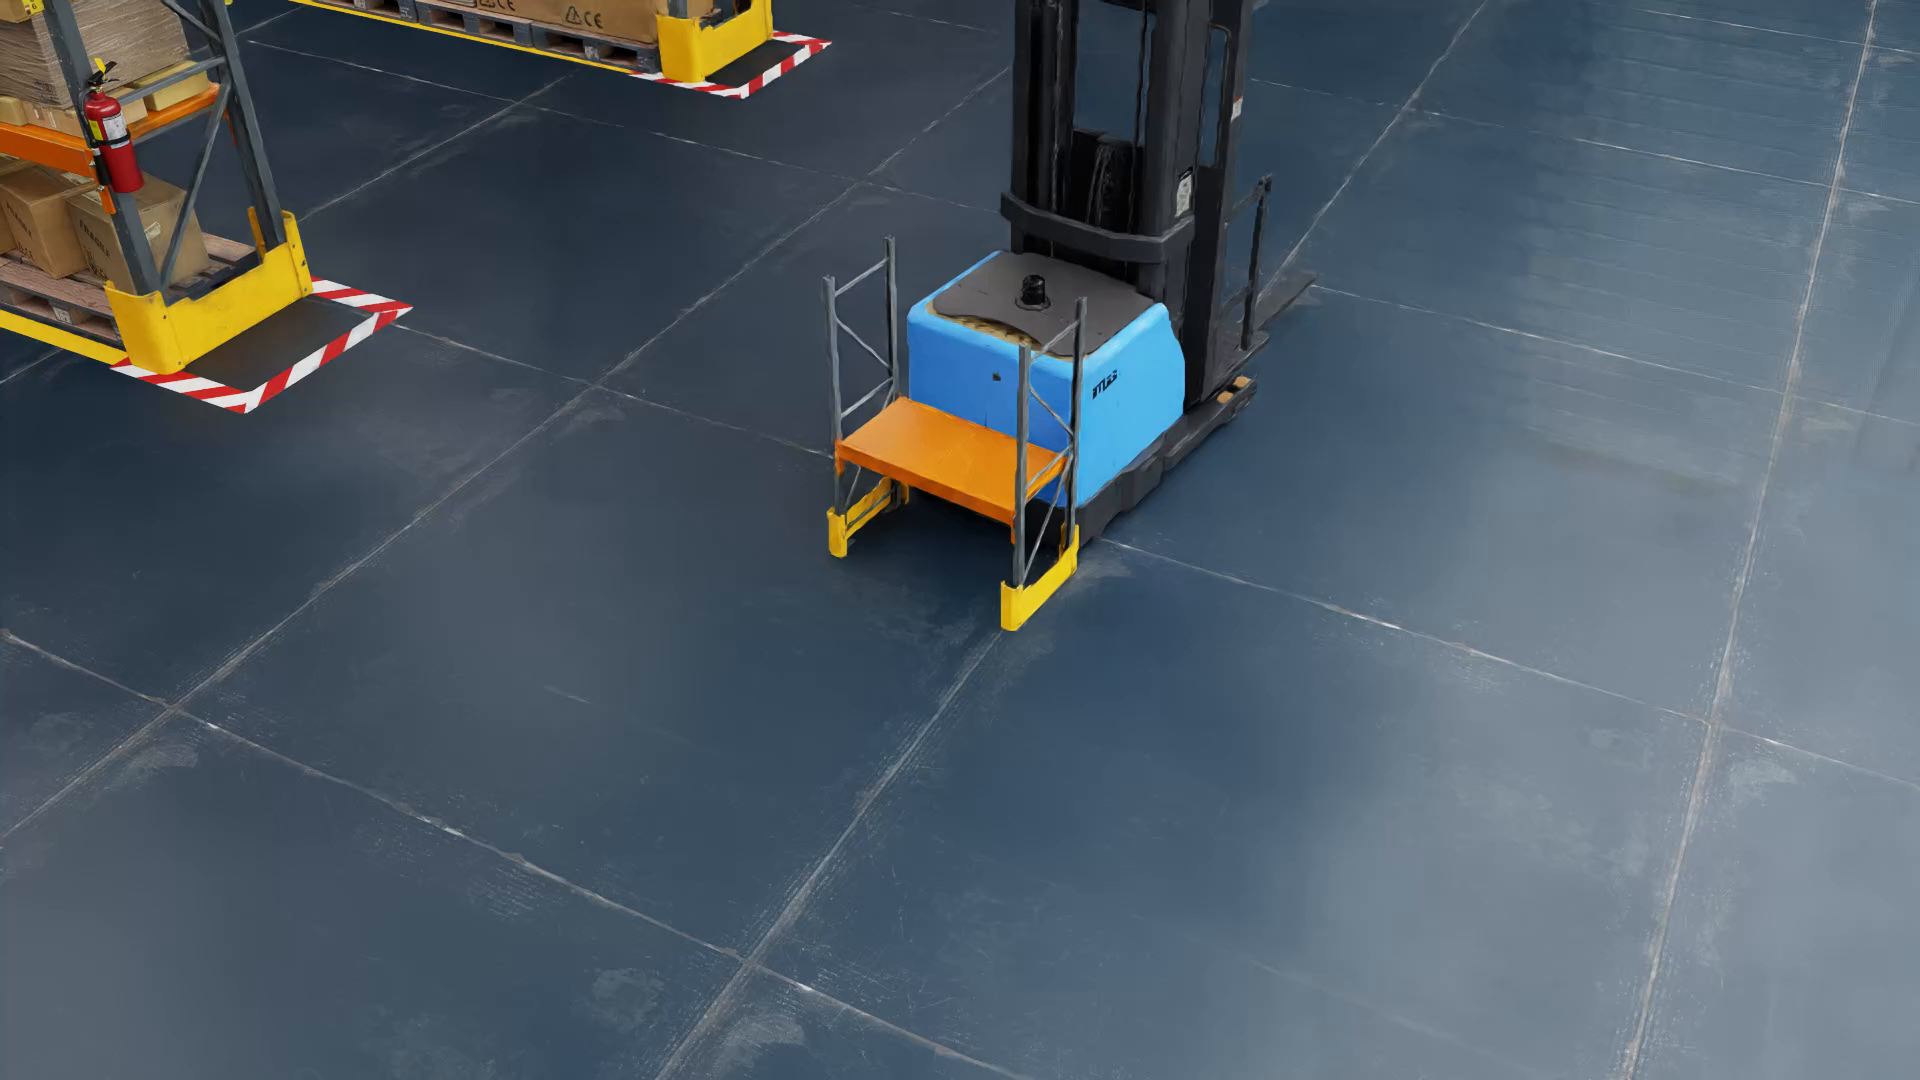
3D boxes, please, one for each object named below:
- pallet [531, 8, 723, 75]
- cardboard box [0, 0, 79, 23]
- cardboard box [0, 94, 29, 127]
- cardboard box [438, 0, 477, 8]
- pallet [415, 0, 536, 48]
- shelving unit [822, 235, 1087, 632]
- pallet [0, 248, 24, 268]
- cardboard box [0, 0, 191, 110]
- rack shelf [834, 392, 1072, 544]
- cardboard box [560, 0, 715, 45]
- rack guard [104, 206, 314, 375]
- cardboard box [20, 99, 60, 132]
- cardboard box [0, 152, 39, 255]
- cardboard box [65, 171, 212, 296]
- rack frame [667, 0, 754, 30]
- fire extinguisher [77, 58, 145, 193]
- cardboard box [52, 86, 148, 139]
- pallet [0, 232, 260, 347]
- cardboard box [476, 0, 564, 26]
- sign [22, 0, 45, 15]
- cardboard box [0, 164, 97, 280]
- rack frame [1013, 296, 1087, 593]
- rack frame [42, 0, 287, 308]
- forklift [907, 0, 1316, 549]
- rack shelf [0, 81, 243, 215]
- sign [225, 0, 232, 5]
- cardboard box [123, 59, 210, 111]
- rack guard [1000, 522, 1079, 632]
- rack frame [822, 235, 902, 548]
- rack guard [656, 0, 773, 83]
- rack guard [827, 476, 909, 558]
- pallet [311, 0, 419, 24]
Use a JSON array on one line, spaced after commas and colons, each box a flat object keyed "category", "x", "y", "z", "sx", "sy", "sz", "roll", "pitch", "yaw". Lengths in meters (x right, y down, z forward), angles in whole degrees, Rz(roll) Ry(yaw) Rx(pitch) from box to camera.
[{"category": "pallet", "x": -2.704, "y": -4.168, "z": 13.566, "sx": 1.213, "sy": 0.211, "sz": 1.003, "roll": 17, "pitch": 41, "yaw": 21}, {"category": "cardboard box", "x": -4.931, "y": -3.040, "z": 8.618, "sx": 0.500, "sy": 0.500, "sz": 0.500, "roll": 17, "pitch": 41, "yaw": 21}, {"category": "cardboard box", "x": -5.144, "y": -2.443, "z": 9.196, "sx": 0.250, "sy": 0.149, "sz": 0.380, "roll": 17, "pitch": 41, "yaw": 21}, {"category": "cardboard box", "x": -4.181, "y": -5.070, "z": 13.858, "sx": 0.875, "sy": 0.875, "sz": 0.875, "roll": 18, "pitch": 41, "yaw": 22}, {"category": "pallet", "x": -3.783, "y": -4.507, "z": 14.014, "sx": 1.213, "sy": 0.211, "sz": 1.003, "roll": 17, "pitch": 41, "yaw": 21}, {"category": "shelving unit", "x": -0.036, "y": -0.498, "z": 7.665, "sx": 1.083, "sy": 1.500, "sz": 0.587, "roll": 22, "pitch": 42, "yaw": 26}, {"category": "pallet", "x": -6.181, "y": -1.958, "z": 10.655, "sx": 1.213, "sy": 0.211, "sz": 1.003, "roll": 17, "pitch": 41, "yaw": 21}, {"category": "cardboard box", "x": -4.804, "y": -2.789, "z": 9.115, "sx": 0.500, "sy": 0.500, "sz": 0.875, "roll": 17, "pitch": 41, "yaw": 21}, {"category": "rack shelf", "x": -0.029, "y": -0.352, "z": 7.770, "sx": 1.000, "sy": 0.185, "sz": 0.538, "roll": 22, "pitch": 42, "yaw": 26}, {"category": "cardboard box", "x": -2.590, "y": -4.572, "z": 13.202, "sx": 0.875, "sy": 0.875, "sz": 0.875, "roll": 18, "pitch": 41, "yaw": 22}, {"category": "rack guard", "x": -4.396, "y": -1.489, "z": 9.798, "sx": 0.348, "sy": 0.500, "sz": 1.175, "roll": 17, "pitch": 41, "yaw": 21}, {"category": "cardboard box", "x": -4.898, "y": -2.401, "z": 9.140, "sx": 0.250, "sy": 0.149, "sz": 0.380, "roll": 17, "pitch": 41, "yaw": 21}, {"category": "cardboard box", "x": -5.969, "y": -2.149, "z": 10.321, "sx": 0.500, "sy": 0.500, "sz": 0.500, "roll": 21, "pitch": 42, "yaw": 26}, {"category": "cardboard box", "x": -4.875, "y": -1.817, "z": 9.883, "sx": 0.500, "sy": 0.500, "sz": 0.500, "roll": 25, "pitch": 44, "yaw": 29}, {"category": "rack frame", "x": -1.958, "y": -5.098, "z": 12.485, "sx": 0.127, "sy": 3.000, "sz": 1.000, "roll": 17, "pitch": 41, "yaw": 21}, {"category": "fire extinguisher", "x": -4.439, "y": -2.153, "z": 8.670, "sx": 0.183, "sy": 0.674, "sz": 0.296, "roll": 17, "pitch": 41, "yaw": 21}, {"category": "cardboard box", "x": -4.677, "y": -2.331, "z": 9.048, "sx": 0.250, "sy": 0.149, "sz": 0.380, "roll": 17, "pitch": 41, "yaw": 21}, {"category": "pallet", "x": -5.101, "y": -1.618, "z": 10.208, "sx": 1.213, "sy": 0.211, "sz": 1.003, "roll": 17, "pitch": 41, "yaw": 21}, {"category": "cardboard box", "x": -3.373, "y": -4.816, "z": 13.523, "sx": 0.875, "sy": 0.875, "sz": 0.875, "roll": 17, "pitch": 40, "yaw": 21}, {"category": "sign", "x": -4.602, "y": -2.758, "z": 8.183, "sx": 0.005, "sy": 0.325, "sz": 0.100, "roll": 17, "pitch": 41, "yaw": 21}, {"category": "cardboard box", "x": -5.422, "y": -1.965, "z": 10.078, "sx": 0.500, "sy": 0.500, "sz": 0.500, "roll": 29, "pitch": 46, "yaw": 33}, {"category": "rack frame", "x": 0.393, "y": -0.323, "z": 7.435, "sx": 0.032, "sy": 1.500, "sz": 0.500, "roll": 22, "pitch": 42, "yaw": 26}, {"category": "rack frame", "x": -4.329, "y": -2.463, "z": 9.014, "sx": 0.127, "sy": 3.000, "sz": 1.000, "roll": 17, "pitch": 41, "yaw": 21}, {"category": "forklift", "x": 0.995, "y": -1.968, "z": 8.418, "sx": 1.130, "sy": 2.935, "sz": 3.031, "roll": 23, "pitch": 43, "yaw": 27}, {"category": "rack shelf", "x": -6.105, "y": -2.733, "z": 9.964, "sx": 4.000, "sy": 0.370, "sz": 1.077, "roll": 17, "pitch": 41, "yaw": 21}, {"category": "sign", "x": -4.079, "y": -3.099, "z": 9.136, "sx": 0.005, "sy": 0.325, "sz": 0.100, "roll": 17, "pitch": 41, "yaw": 21}, {"category": "cardboard box", "x": -4.472, "y": -2.570, "z": 9.363, "sx": 0.250, "sy": 0.149, "sz": 0.380, "roll": 17, "pitch": 41, "yaw": 21}, {"category": "rack guard", "x": 0.377, "y": 0.168, "z": 7.822, "sx": 0.087, "sy": 0.250, "sz": 0.587, "roll": 22, "pitch": 42, "yaw": 26}, {"category": "rack frame", "x": -0.450, "y": -0.666, "z": 7.887, "sx": 0.032, "sy": 1.500, "sz": 0.500, "roll": 22, "pitch": 42, "yaw": 26}, {"category": "rack guard", "x": -1.937, "y": -4.096, "z": 13.232, "sx": 0.348, "sy": 0.500, "sz": 1.175, "roll": 17, "pitch": 41, "yaw": 21}, {"category": "rack guard", "x": -0.449, "y": -0.168, "z": 8.265, "sx": 0.087, "sy": 0.250, "sz": 0.587, "roll": 22, "pitch": 42, "yaw": 26}, {"category": "pallet", "x": -4.871, "y": -4.846, "z": 14.460, "sx": 1.213, "sy": 0.211, "sz": 1.003, "roll": 17, "pitch": 41, "yaw": 21}]
